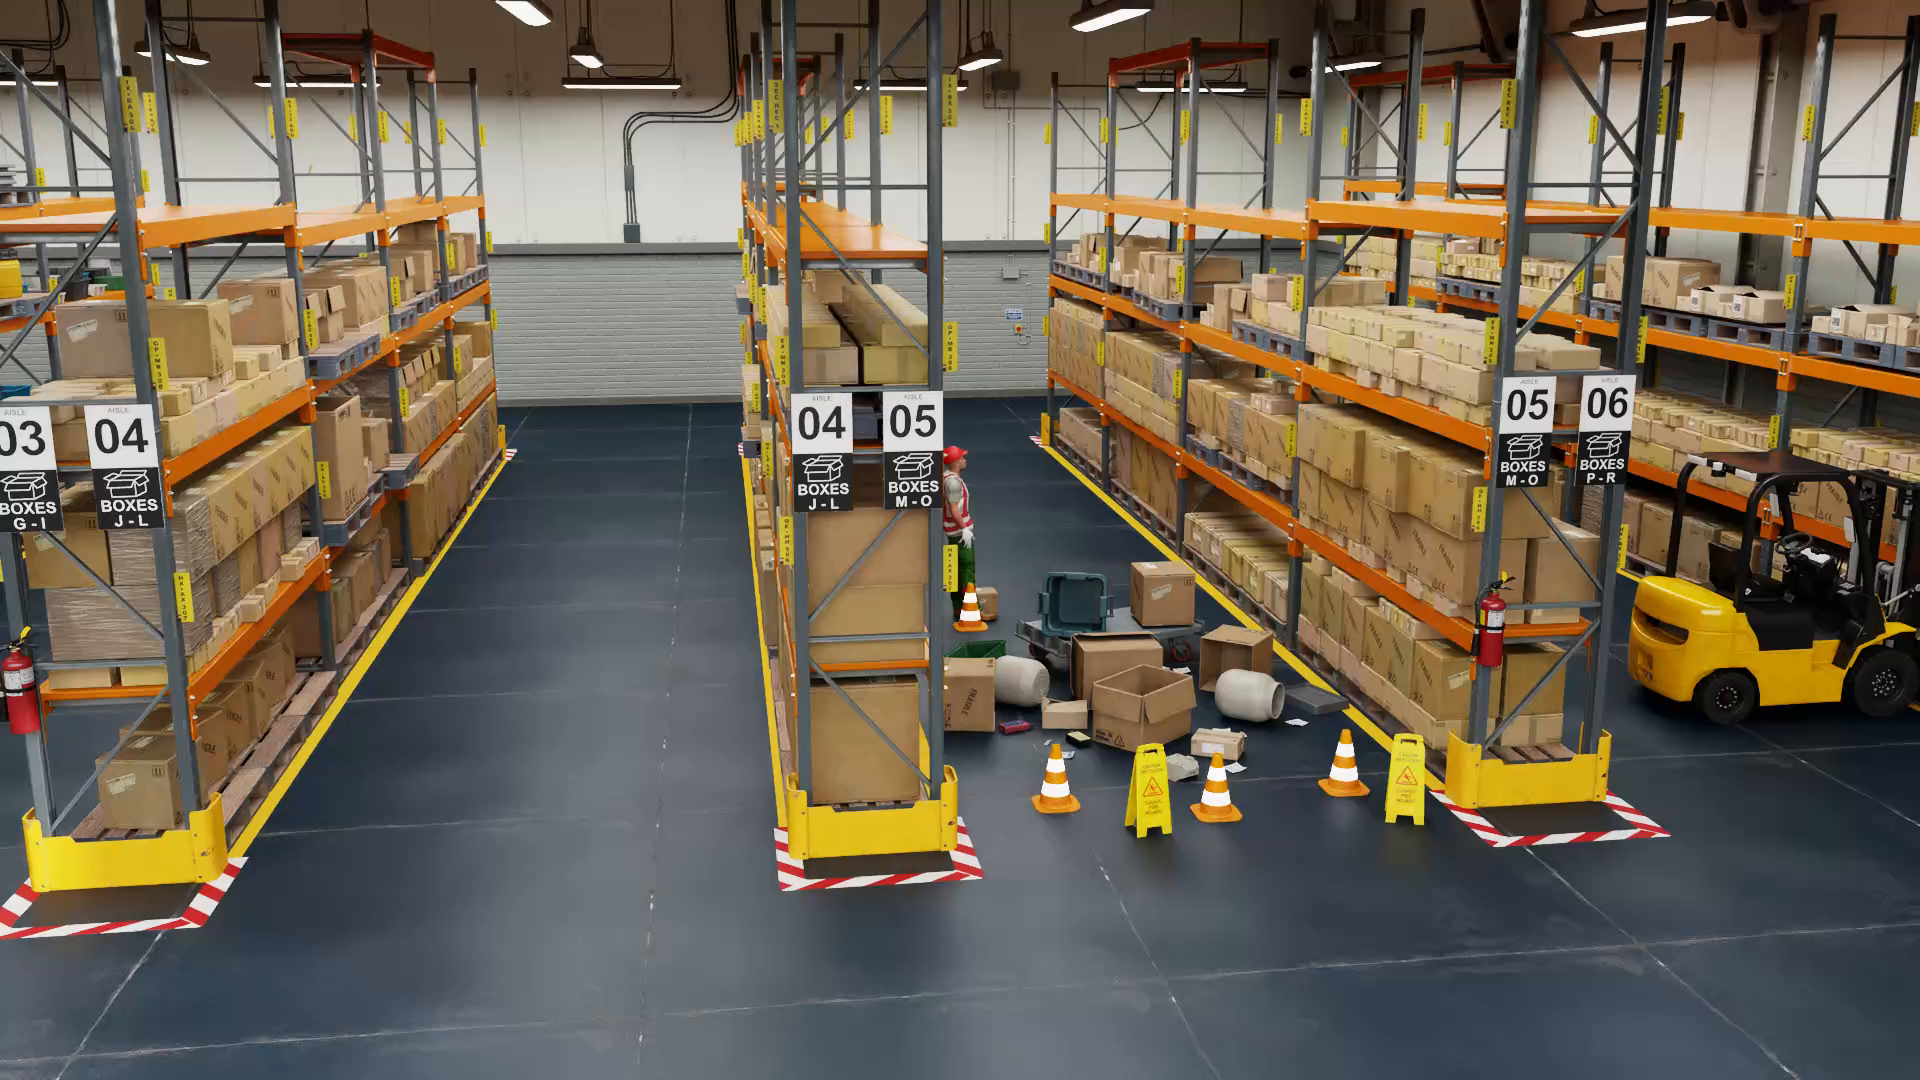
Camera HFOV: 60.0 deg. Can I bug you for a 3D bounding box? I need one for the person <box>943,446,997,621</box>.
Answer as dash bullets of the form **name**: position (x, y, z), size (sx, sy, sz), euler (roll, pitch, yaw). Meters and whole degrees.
- **person**: position (0.067, -0.090, 17.274), size (0.565, 1.787, 0.638), euler (-2, 13, -8)
